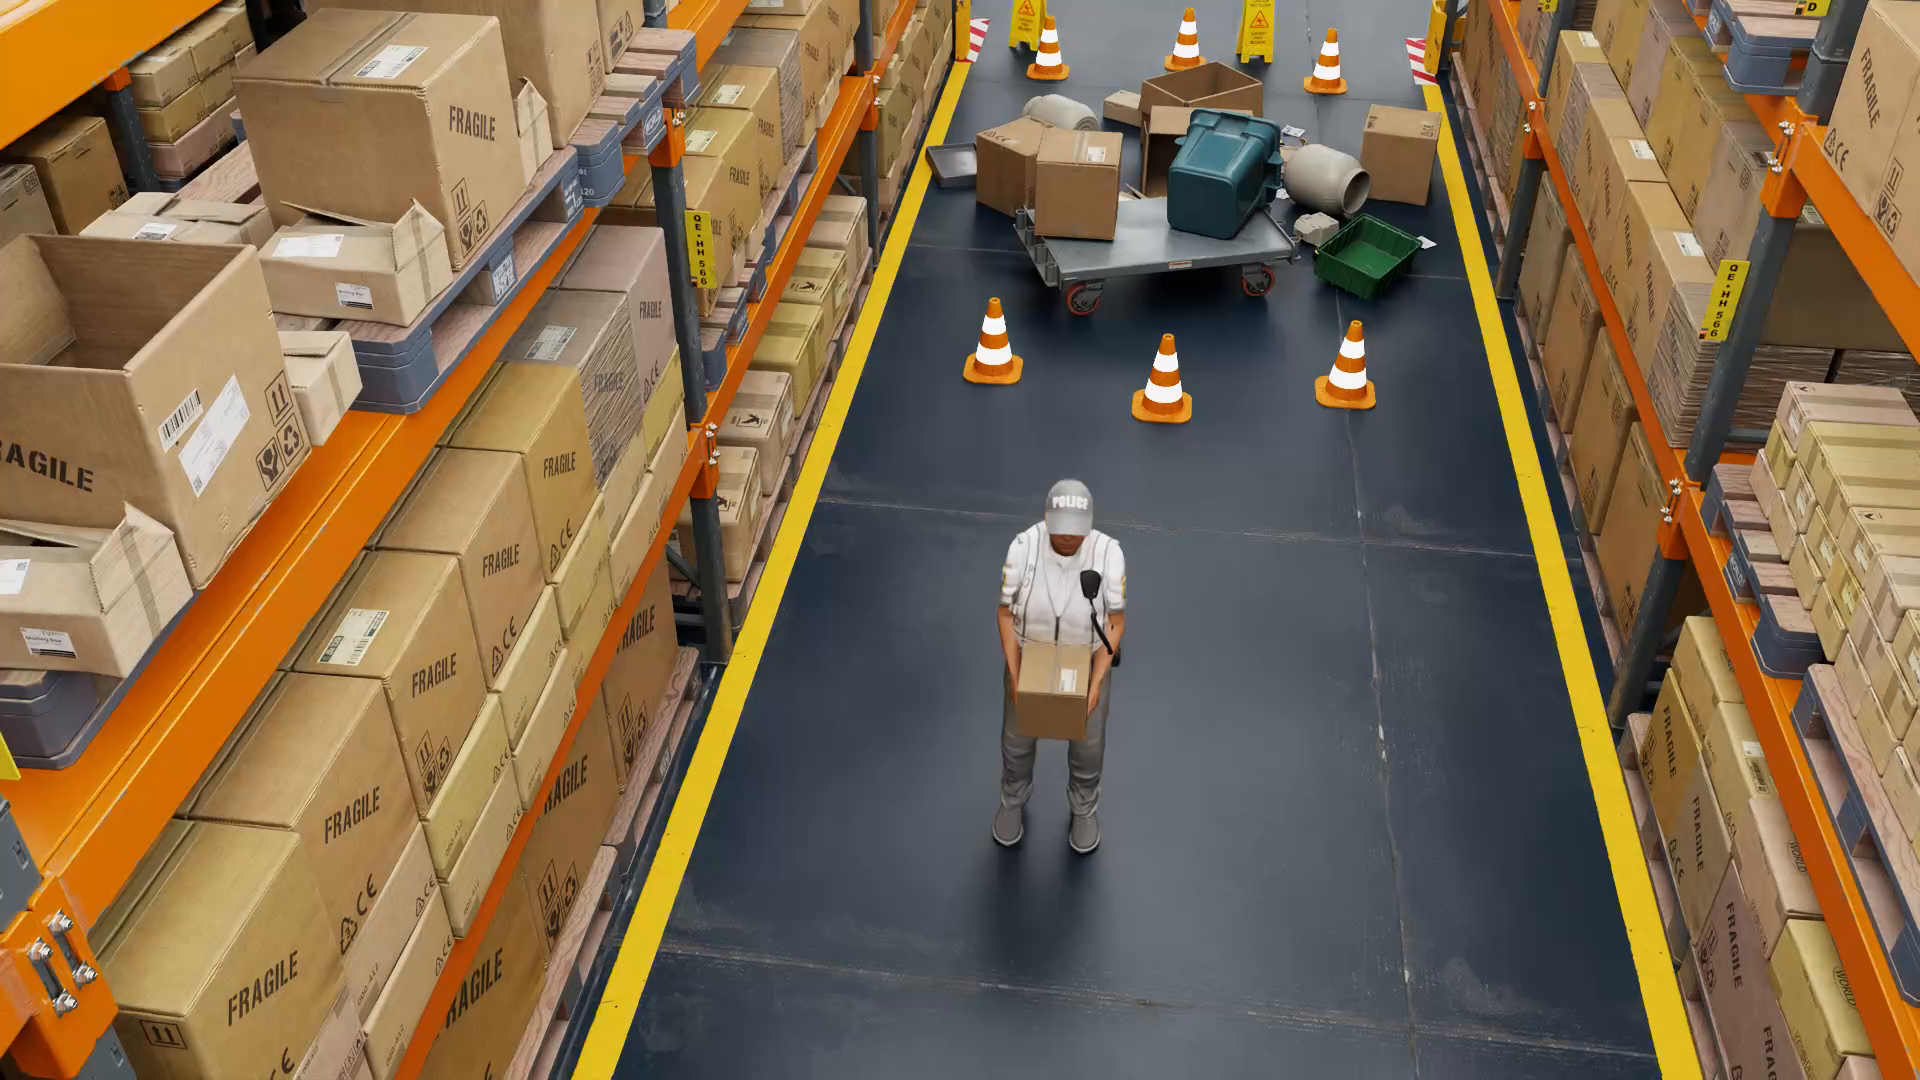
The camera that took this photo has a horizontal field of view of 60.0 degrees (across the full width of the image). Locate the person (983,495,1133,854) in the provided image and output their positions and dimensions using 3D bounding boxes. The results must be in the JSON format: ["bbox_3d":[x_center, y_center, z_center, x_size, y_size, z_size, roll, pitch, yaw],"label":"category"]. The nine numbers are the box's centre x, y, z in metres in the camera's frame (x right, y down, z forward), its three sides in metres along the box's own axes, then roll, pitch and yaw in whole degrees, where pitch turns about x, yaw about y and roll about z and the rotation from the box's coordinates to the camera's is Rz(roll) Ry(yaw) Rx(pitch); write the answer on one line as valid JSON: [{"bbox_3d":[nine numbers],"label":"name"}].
[{"bbox_3d":[0.375,0.496,6.360,0.547,1.664,0.470,3,36,4],"label":"person"}]
